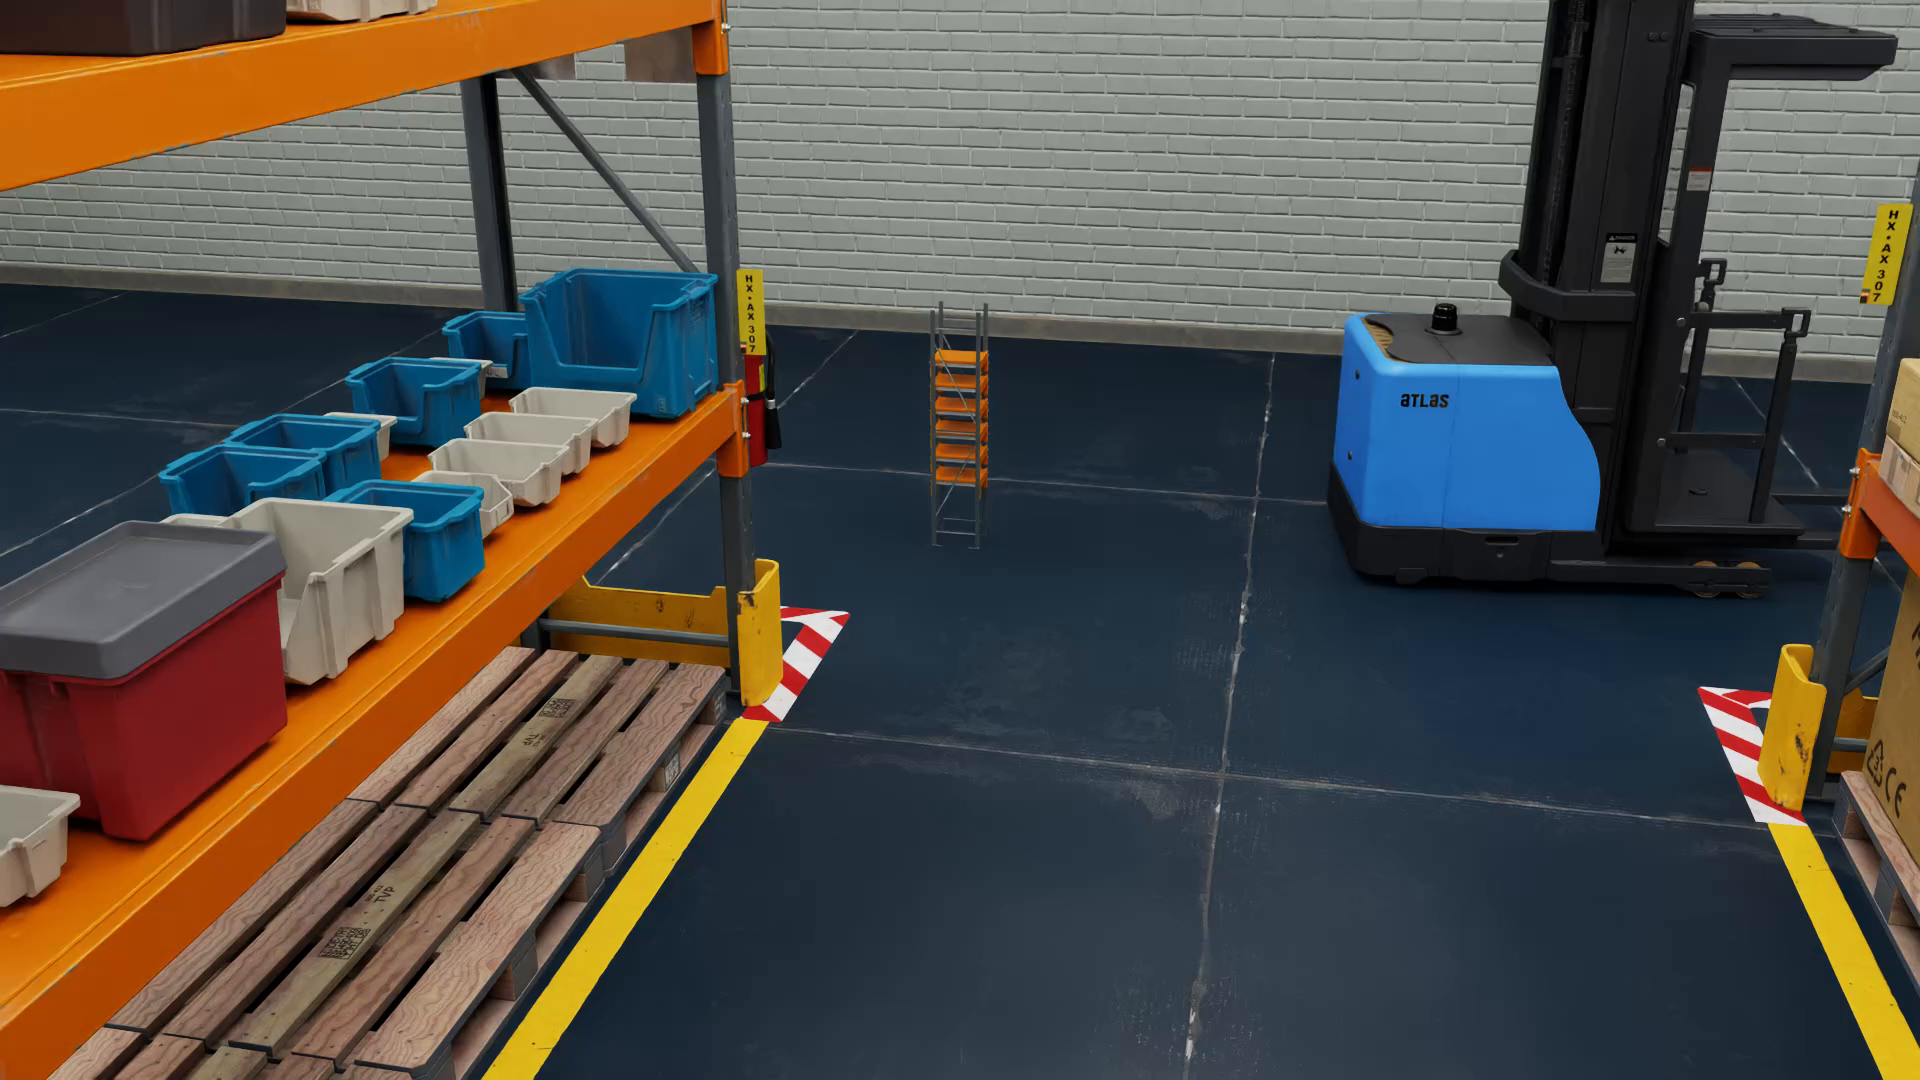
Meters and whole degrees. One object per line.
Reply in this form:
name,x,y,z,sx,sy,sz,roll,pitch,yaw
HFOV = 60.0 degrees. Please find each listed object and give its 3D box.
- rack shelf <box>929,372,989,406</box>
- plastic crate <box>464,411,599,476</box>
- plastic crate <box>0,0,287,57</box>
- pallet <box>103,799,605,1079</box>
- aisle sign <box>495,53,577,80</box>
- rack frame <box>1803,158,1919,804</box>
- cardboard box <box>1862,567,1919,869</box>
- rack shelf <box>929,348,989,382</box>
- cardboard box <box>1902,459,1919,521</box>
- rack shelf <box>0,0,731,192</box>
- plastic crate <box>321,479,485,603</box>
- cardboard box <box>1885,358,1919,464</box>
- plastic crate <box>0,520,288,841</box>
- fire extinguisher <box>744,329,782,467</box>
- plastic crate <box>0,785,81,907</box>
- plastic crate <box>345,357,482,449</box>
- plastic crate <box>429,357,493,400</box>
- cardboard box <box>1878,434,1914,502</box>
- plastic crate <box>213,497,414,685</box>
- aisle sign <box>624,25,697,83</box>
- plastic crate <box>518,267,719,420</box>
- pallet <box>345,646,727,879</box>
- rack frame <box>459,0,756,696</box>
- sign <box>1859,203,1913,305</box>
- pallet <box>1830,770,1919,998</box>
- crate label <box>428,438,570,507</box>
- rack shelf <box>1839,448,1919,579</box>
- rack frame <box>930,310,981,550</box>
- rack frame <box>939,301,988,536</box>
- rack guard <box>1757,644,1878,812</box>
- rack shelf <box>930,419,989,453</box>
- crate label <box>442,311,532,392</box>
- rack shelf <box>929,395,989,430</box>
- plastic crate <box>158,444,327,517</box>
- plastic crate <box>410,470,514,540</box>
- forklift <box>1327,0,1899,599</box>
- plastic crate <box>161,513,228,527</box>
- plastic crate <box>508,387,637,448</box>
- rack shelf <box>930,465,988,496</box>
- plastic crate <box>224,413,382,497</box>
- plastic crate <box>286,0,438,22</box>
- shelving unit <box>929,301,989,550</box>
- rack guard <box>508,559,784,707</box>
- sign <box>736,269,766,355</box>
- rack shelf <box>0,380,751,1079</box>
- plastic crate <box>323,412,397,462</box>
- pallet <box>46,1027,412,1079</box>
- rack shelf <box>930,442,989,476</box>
rack shelf,-0.003,-0.733,8.043,0.258,0.103,0.180,4,22,11
plastic crate,-1.387,-0.303,5.363,0.396,0.136,0.243,4,22,11
plastic crate,-1.619,-1.115,3.268,0.497,0.269,0.590,4,22,11
pallet,-1.782,1.223,5.035,1.003,0.211,1.213,4,22,11
aisle sign,-1.601,-2.069,5.996,0.394,0.787,0.004,4,22,11
rack frame,3.524,-0.437,5.422,1.000,3.000,0.127,4,22,11
cardboard box,3.472,0.594,5.144,0.875,0.875,0.875,4,22,11
rack shelf,-0.003,-0.844,7.998,0.258,0.103,0.180,4,22,11
cardboard box,3.078,-0.121,4.976,0.380,0.149,0.250,4,22,10
rack shelf,-1.733,-1.140,4.118,1.077,0.370,4.000,4,22,11
plastic crate,-1.492,0.006,4.466,0.416,0.233,0.300,4,22,11
cardboard box,3.162,-0.350,5.010,0.500,0.250,0.500,4,22,9
plastic crate,-1.713,0.284,3.468,0.402,0.464,0.583,4,22,11
fire extinguisher,-0.849,-0.626,6.495,0.296,0.674,0.183,4,22,11
plastic crate,-1.906,0.584,3.161,0.396,0.136,0.243,4,22,11
plastic crate,-1.831,-0.458,5.620,0.416,0.233,0.300,4,22,11
plastic crate,-1.844,-0.543,5.960,0.250,0.136,0.298,4,22,11
cardboard box,3.129,-0.215,5.209,0.380,0.149,0.250,5,22,12
plastic crate,-1.649,0.132,4.090,0.437,0.282,0.530,4,22,11
aisle sign,-1.023,-2.024,5.884,0.394,0.787,0.004,4,22,11
plastic crate,-1.210,-0.722,6.002,0.616,0.435,0.499,4,22,11
pallet,-1.531,0.778,6.139,1.003,0.211,1.213,4,22,11
rack frame,-1.324,-0.814,6.360,1.000,3.000,0.127,4,22,11
sign,2.982,-0.919,5.356,0.100,0.325,0.005,4,22,11
pallet,3.438,1.155,5.202,1.003,0.211,1.213,4,22,11
crate label,-1.420,-0.199,5.105,0.396,0.136,0.243,4,22,11
rack shelf,3.116,0.629,3.740,1.077,0.370,4.000,4,22,11
rack frame,-0.022,-0.518,8.033,0.240,1.200,0.006,4,22,11
rack frame,0.016,-0.585,8.199,0.240,1.200,0.006,4,22,11
rack guard,3.529,0.714,5.911,1.175,0.500,0.348,4,22,11
rack shelf,-0.003,-0.510,8.133,0.258,0.103,0.180,4,22,11
crate label,-1.697,-0.699,6.218,0.416,0.233,0.303,4,22,11
rack shelf,-0.003,-0.621,8.088,0.258,0.103,0.180,4,22,11
plastic crate,-2.027,-0.108,4.750,0.416,0.233,0.300,4,22,11
plastic crate,-1.462,-0.089,4.833,0.298,0.136,0.250,4,22,11
forklift,3.393,-1.293,7.642,3.031,2.935,1.130,1,22,3
plastic crate,-2.080,0.084,4.404,0.293,0.136,0.466,4,22,11
plastic crate,-1.314,-0.408,5.623,0.396,0.136,0.243,4,22,11
rack shelf,-0.003,-0.287,8.223,0.258,0.103,0.180,4,22,11
plastic crate,-1.966,-0.218,5.022,0.416,0.233,0.300,4,22,11
plastic crate,-1.503,-1.309,3.925,0.437,0.136,0.530,4,22,11
shelving unit,-0.003,-0.551,8.116,0.258,1.200,0.189,4,22,11
rack guard,-1.332,0.336,6.851,1.175,0.500,0.348,4,22,11
sign,-0.783,-0.854,6.240,0.100,0.325,0.005,4,22,11
rack shelf,-1.733,0.251,4.678,1.077,0.370,4.000,4,22,11
plastic crate,-1.982,-0.295,5.344,0.250,0.136,0.298,4,22,11
pallet,-2.029,1.670,3.923,1.003,0.211,1.213,4,22,11
rack shelf,-0.003,-0.399,8.178,0.258,0.103,0.180,4,22,11
